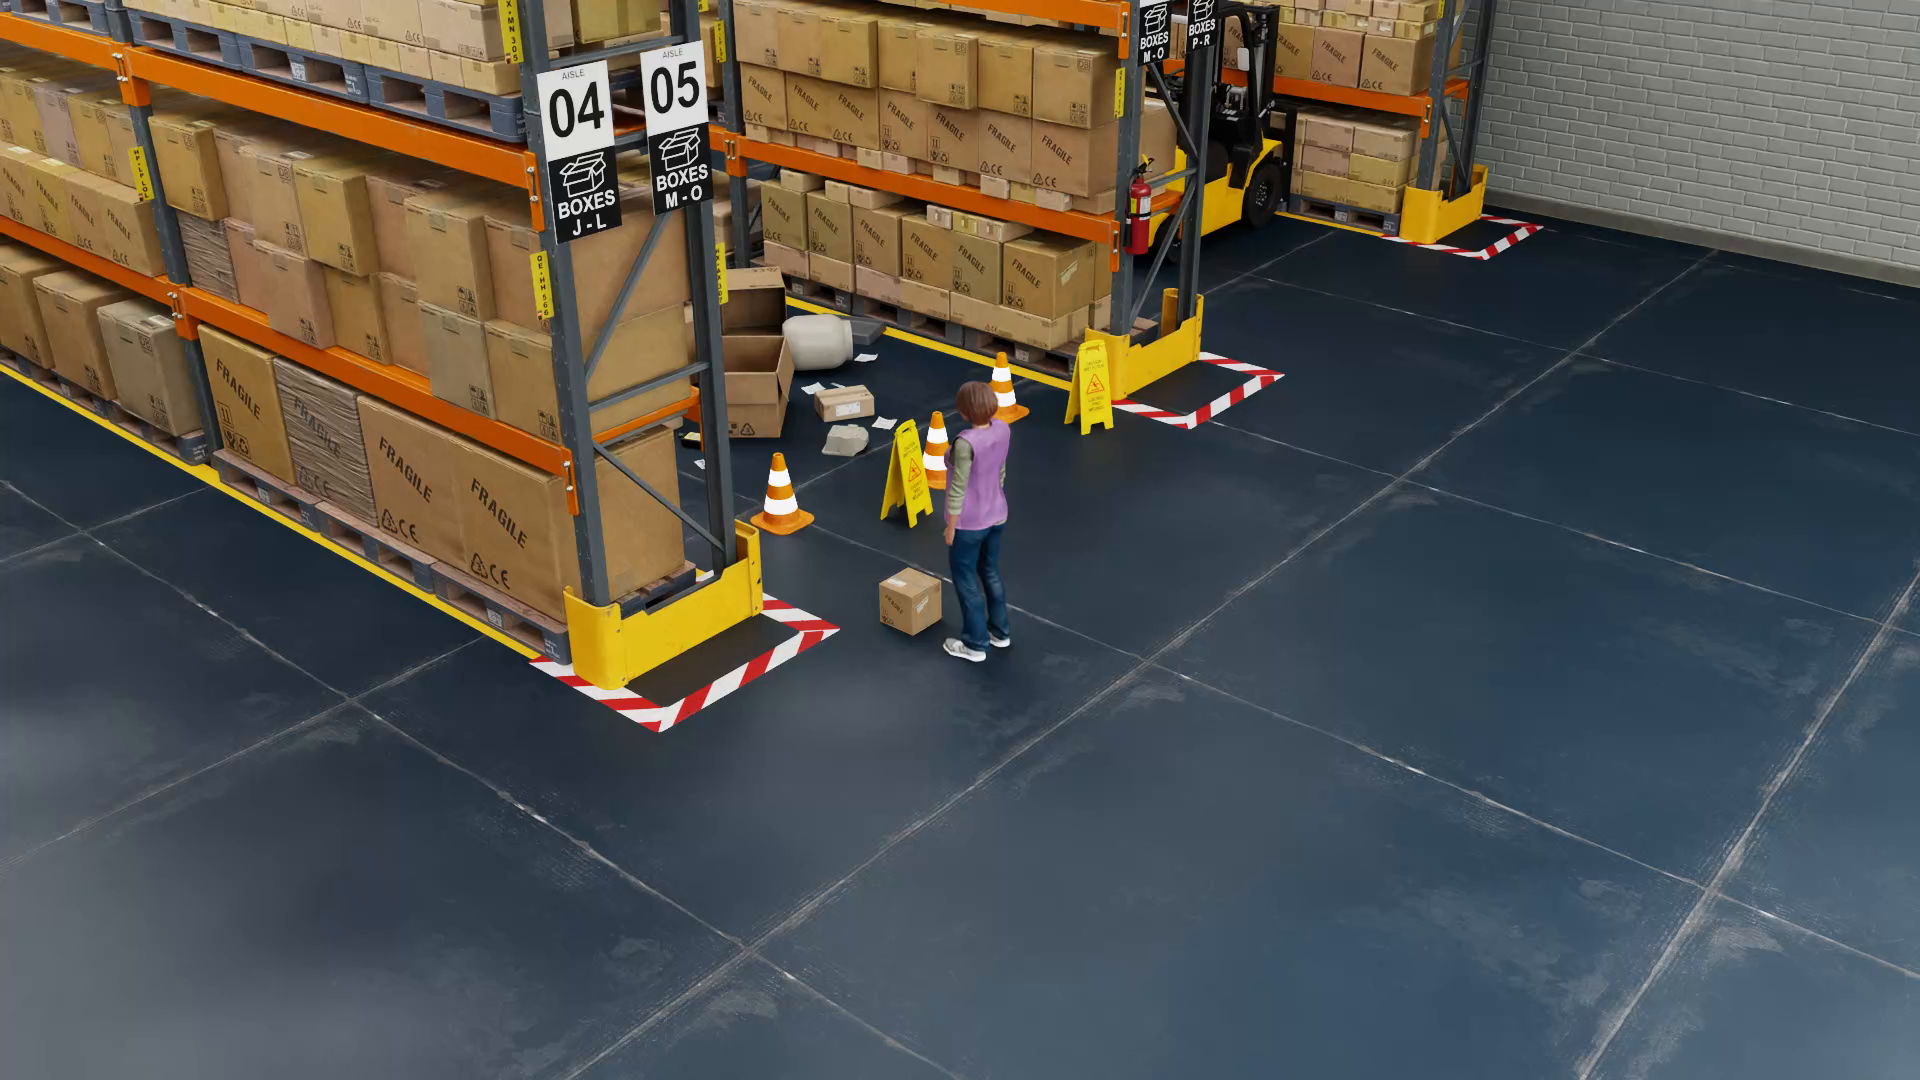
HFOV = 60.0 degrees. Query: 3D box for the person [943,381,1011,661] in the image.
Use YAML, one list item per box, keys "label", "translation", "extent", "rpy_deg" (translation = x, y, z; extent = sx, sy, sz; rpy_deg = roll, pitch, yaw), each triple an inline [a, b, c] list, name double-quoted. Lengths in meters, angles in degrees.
- label: "person"
  translation: [0.081, -0.097, 8.822]
  extent: [0.310, 1.597, 0.406]
  rpy_deg: [22, 35, 35]
